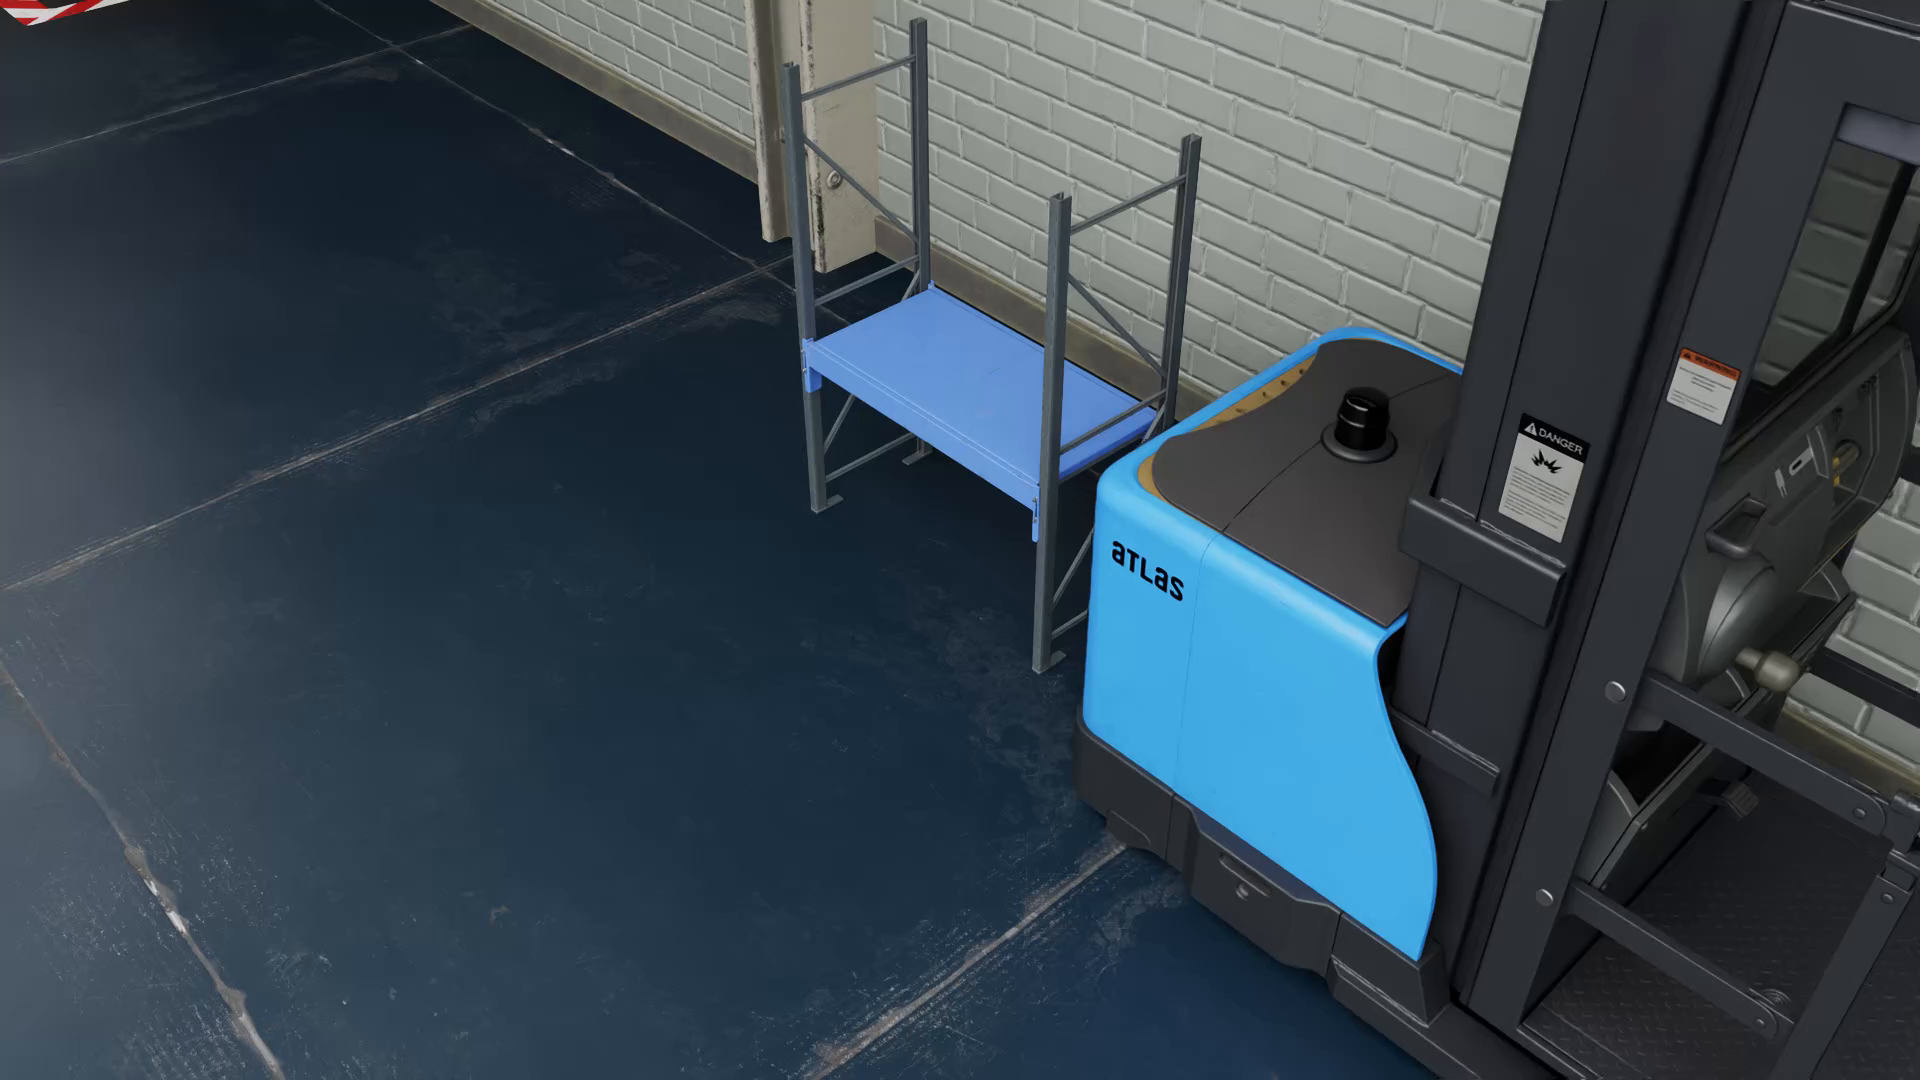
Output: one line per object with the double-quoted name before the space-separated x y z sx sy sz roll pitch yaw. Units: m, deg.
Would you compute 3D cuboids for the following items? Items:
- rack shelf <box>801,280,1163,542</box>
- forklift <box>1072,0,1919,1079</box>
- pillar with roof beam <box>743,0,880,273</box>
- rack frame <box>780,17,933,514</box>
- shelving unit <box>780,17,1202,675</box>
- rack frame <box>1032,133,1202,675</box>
"rack shelf" 0.058 -0.404 4.843 0.538 0.185 1.000 -30 48 -32
"forklift" 1.676 0.003 2.913 1.130 2.935 3.031 -31 48 -33
"pillar with roof beam" -3.731 -2.876 1.649 9.100 9.000 0.400 -30 48 -32
"rack frame" -0.286 -0.779 5.021 0.500 1.500 0.032 -30 48 -32
"shelving unit" 0.058 -0.544 4.730 0.538 1.500 1.048 -30 48 -32
"rack frame" 0.401 -0.309 4.439 0.500 1.500 0.032 -30 48 -32
